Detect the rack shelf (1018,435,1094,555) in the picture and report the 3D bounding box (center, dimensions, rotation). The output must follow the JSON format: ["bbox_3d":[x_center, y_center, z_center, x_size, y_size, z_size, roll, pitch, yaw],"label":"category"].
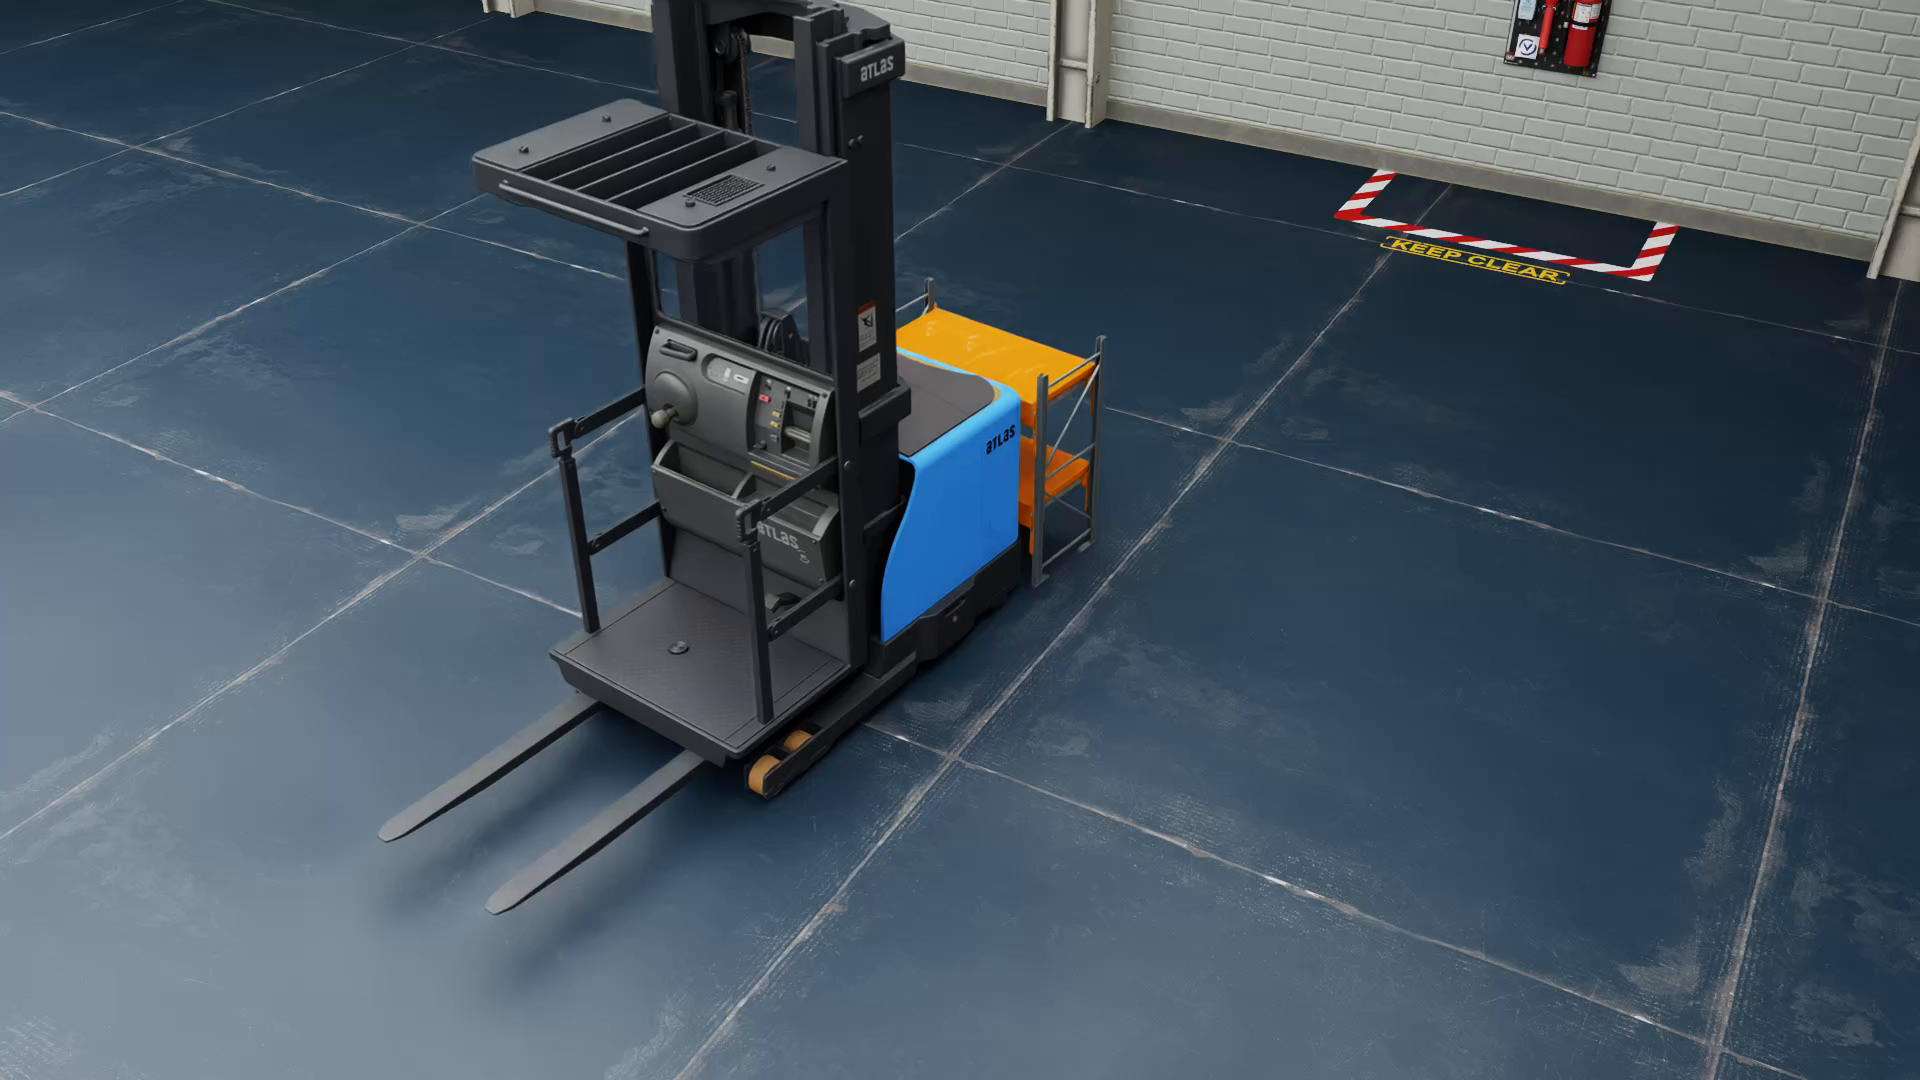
[{"bbox_3d":[0.107,-0.329,8.170,1.000,0.278,0.538,24,40,31],"label":"rack shelf"}]

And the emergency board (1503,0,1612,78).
[{"bbox_3d":[4.020,-3.676,11.064,0.643,1.169,0.194,18,37,24],"label":"emergency board"}]

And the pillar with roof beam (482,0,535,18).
[{"bbox_3d":[-6.408,-6.703,10.198,0.400,9.000,9.100,18,37,24],"label":"pillar with roof beam"}]

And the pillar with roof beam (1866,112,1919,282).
[{"bbox_3d":[4.010,-3.403,5.242,0.400,9.000,9.100,18,37,24],"label":"pillar with roof beam"}]

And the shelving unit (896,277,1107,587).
[{"bbox_3d":[0.107,-0.532,8.034,1.048,1.125,0.538,24,40,31],"label":"shelving unit"}]

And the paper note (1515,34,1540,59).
[{"bbox_3d":[3.900,-3.391,11.431,0.142,0.148,0.016,18,37,24],"label":"paper note"}]

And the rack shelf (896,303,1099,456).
[{"bbox_3d":[0.107,-0.776,7.872,1.000,0.278,0.538,24,40,31],"label":"rack shelf"}]

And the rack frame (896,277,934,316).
[{"bbox_3d":[-0.293,-0.707,8.296,0.032,1.125,0.500,24,40,31],"label":"rack frame"}]

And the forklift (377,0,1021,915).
[{"bbox_3d":[-1.000,-0.495,6.348,1.130,2.935,3.031,23,40,30],"label":"forklift"}]

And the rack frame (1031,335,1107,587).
[{"bbox_3d":[0.506,-0.358,7.772,0.032,1.125,0.500,24,40,31],"label":"rack frame"}]

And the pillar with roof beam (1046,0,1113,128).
[{"bbox_3d":[-1.199,-5.053,7.720,0.400,9.000,9.100,18,37,24],"label":"pillar with roof beam"}]
